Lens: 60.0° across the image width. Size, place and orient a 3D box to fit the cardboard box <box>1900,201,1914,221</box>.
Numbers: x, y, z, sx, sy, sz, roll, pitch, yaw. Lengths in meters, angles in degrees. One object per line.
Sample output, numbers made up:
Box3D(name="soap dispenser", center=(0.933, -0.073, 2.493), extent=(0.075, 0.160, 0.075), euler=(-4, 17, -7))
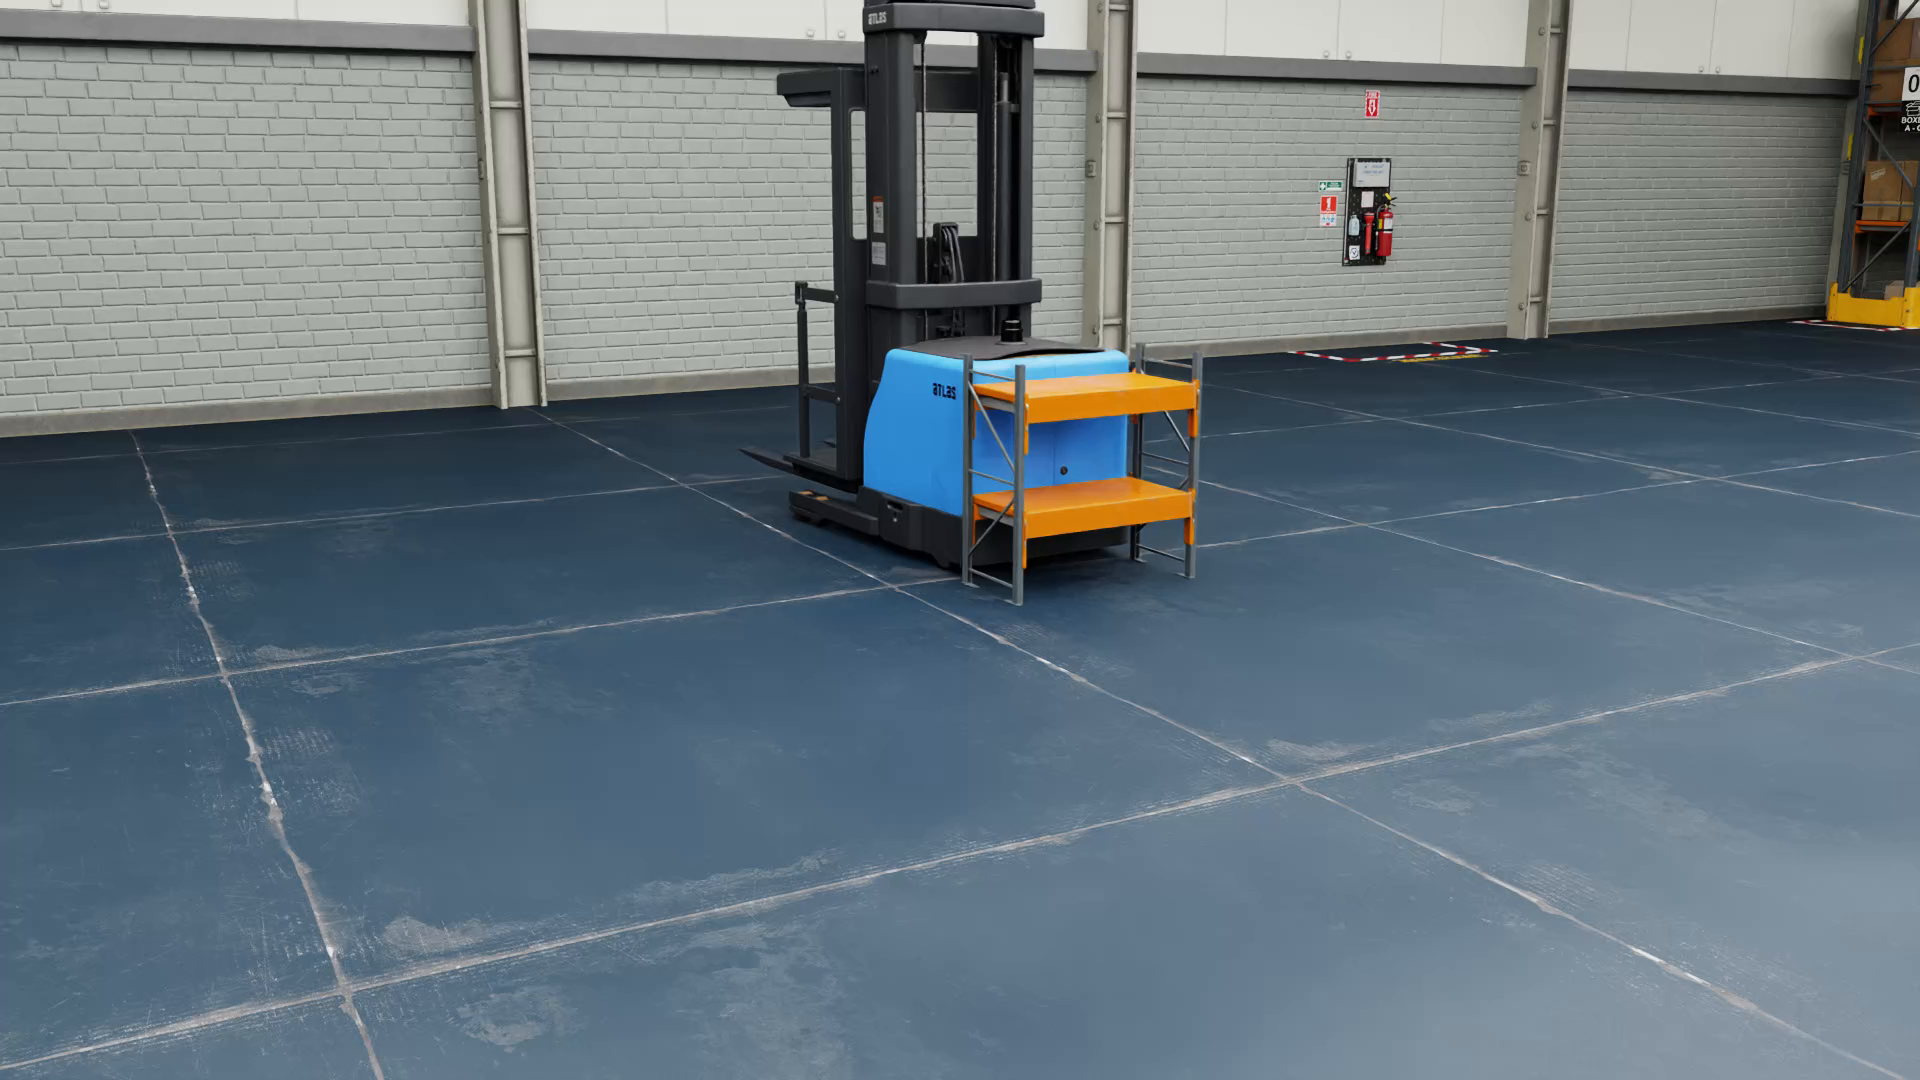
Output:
Box3D(name="cardboard box", center=(12.410, -4.200, 21.238), extent=(0.500, 0.250, 0.500), euler=(-7, 15, -29))

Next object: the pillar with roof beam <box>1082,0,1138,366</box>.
Box3D(name="pillar with roof beam", center=(3.559, -5.349, 12.380), extent=(0.400, 9.000, 9.100), euler=(-7, 14, -28))

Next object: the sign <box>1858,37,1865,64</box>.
Box3D(name="sign", center=(11.581, -6.278, 21.325), extent=(0.005, 0.325, 0.100), euler=(-7, 14, -28))

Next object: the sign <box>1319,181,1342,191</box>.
Box3D(name="sign", center=(4.049, -3.867, 18.170), extent=(0.331, 0.109, 0.001), euler=(-7, 14, -28))

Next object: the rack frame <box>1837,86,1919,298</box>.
Box3D(name="rack frame", center=(11.829, -4.274, 21.267), extent=(0.127, 3.000, 1.000), euler=(-7, 14, -28))

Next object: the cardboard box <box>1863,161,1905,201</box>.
Box3D(name="cardboard box", center=(12.141, -4.667, 21.601), extent=(0.500, 0.500, 0.500), euler=(-7, 14, -28))

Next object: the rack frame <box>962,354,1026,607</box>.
Box3D(name="rack frame", center=(0.155, -0.288, 7.819), extent=(0.032, 1.125, 0.500), euler=(-7, 15, -30))

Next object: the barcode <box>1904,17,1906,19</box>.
Box3D(name="barcode", center=(12.213, -6.737, 21.511), extent=(0.075, 0.075, 0.001), euler=(-7, 14, -28))

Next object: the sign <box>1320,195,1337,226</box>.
Box3D(name="sign", center=(4.041, -3.609, 18.234), extent=(0.234, 0.329, 0.001), euler=(-7, 14, -28))

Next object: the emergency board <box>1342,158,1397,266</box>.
Box3D(name="emergency board", center=(4.576, -3.630, 18.408), extent=(0.643, 1.169, 0.194), euler=(-7, 14, -28))

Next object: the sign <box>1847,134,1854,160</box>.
Box3D(name="sign", center=(11.581, -5.102, 21.590), extent=(0.005, 0.325, 0.100), euler=(-7, 14, -28))

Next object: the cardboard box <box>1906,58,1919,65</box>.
Box3D(name="cardboard box", center=(12.243, -5.783, 20.867), extent=(0.500, 0.500, 0.500), euler=(-6, 14, -26))

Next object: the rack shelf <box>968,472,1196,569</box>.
Box3D(name="rack shelf", center=(0.590, -0.108, 8.129), extent=(1.000, 0.278, 0.538), euler=(-7, 15, -30))

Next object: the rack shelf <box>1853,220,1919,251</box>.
Box3D(name="rack shelf", center=(13.585, -4.133, 22.281), extent=(4.000, 0.370, 1.077), euler=(-7, 14, -28))

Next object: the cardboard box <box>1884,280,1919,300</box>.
Box3D(name="cardboard box", center=(12.480, -3.232, 21.760), extent=(0.500, 0.311, 0.500), euler=(-9, 15, -34))

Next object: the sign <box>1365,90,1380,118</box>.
Box3D(name="sign", center=(4.521, -4.779, 18.235), extent=(0.199, 0.298, 0.001), euler=(-7, 14, -28))

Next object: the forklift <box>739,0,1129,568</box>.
Box3D(name="forklift", center=(-0.333, -1.564, 9.383), extent=(1.130, 2.935, 3.031), euler=(-8, 15, -32))

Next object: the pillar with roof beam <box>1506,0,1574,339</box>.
Box3D(name="pillar with roof beam", center=(8.826, -5.980, 15.185), extent=(0.400, 9.000, 9.100), euler=(-7, 14, -28))

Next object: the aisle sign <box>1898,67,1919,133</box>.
Box3D(name="aisle sign", center=(11.910, -5.477, 20.691), extent=(0.004, 0.787, 0.394), euler=(-7, 14, -28))

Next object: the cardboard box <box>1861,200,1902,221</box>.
Box3D(name="cardboard box", center=(12.147, -4.297, 21.666), extent=(0.500, 0.250, 0.500), euler=(-7, 14, -27))

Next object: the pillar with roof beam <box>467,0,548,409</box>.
Box3D(name="pillar with roof beam", center=(-1.707, -4.718, 9.576), extent=(0.400, 9.000, 9.100), euler=(-7, 14, -28))

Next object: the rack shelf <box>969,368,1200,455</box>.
Box3D(name="rack shelf", center=(0.592, -0.631, 8.007), extent=(1.000, 0.278, 0.538), euler=(-7, 15, -30))

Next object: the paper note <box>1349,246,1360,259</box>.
Box3D(name="paper note", center=(4.387, -3.195, 18.481), extent=(0.142, 0.148, 0.016), euler=(-7, 14, -28))

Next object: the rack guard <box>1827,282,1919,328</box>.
Box3D(name="rack guard", center=(11.896, -3.062, 21.577), extent=(0.348, 0.500, 1.175), euler=(-7, 14, -28))

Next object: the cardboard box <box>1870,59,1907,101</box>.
Box3D(name="cardboard box", center=(12.074, -5.888, 21.336), extent=(0.500, 0.500, 0.500), euler=(-6, 14, -24))

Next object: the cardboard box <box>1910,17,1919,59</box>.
Box3D(name="cardboard box", center=(12.284, -6.277, 20.787), extent=(0.500, 0.500, 0.500), euler=(-8, 15, -32))

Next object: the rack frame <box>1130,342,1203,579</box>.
Box3D(name="rack frame", center=(1.027, -0.403, 8.328), extent=(0.032, 1.125, 0.500), euler=(-7, 15, -30))

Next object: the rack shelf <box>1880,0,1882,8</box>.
Box3D(name="rack shelf", center=(13.585, -7.058, 21.623), extent=(4.000, 0.370, 1.077), euler=(-7, 14, -28))

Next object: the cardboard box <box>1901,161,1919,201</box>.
Box3D(name="cardboard box", center=(12.392, -4.568, 21.165), extent=(0.500, 0.500, 0.500), euler=(-7, 14, -28))

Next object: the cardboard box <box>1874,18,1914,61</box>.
Box3D(name="cardboard box", center=(12.083, -6.379, 21.240), extent=(0.500, 0.500, 0.500), euler=(-6, 14, -25))

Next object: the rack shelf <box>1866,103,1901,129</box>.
Box3D(name="rack shelf", center=(13.585, -5.596, 21.952), extent=(4.000, 0.370, 1.077), euler=(-7, 14, -28))

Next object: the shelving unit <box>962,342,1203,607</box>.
Box3D(name="shelving unit", center=(0.591, -0.346, 8.073), extent=(1.048, 1.125, 0.538), euler=(-7, 15, -30))

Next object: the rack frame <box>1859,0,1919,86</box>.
Box3D(name="rack frame", center=(11.829, -7.200, 20.608), extent=(0.127, 3.000, 1.000), euler=(-7, 14, -28))

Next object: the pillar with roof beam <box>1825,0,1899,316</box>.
Box3D(name="pillar with roof beam", center=(14.092, -6.611, 17.990), extent=(0.400, 9.000, 9.100), euler=(-7, 14, -28))
